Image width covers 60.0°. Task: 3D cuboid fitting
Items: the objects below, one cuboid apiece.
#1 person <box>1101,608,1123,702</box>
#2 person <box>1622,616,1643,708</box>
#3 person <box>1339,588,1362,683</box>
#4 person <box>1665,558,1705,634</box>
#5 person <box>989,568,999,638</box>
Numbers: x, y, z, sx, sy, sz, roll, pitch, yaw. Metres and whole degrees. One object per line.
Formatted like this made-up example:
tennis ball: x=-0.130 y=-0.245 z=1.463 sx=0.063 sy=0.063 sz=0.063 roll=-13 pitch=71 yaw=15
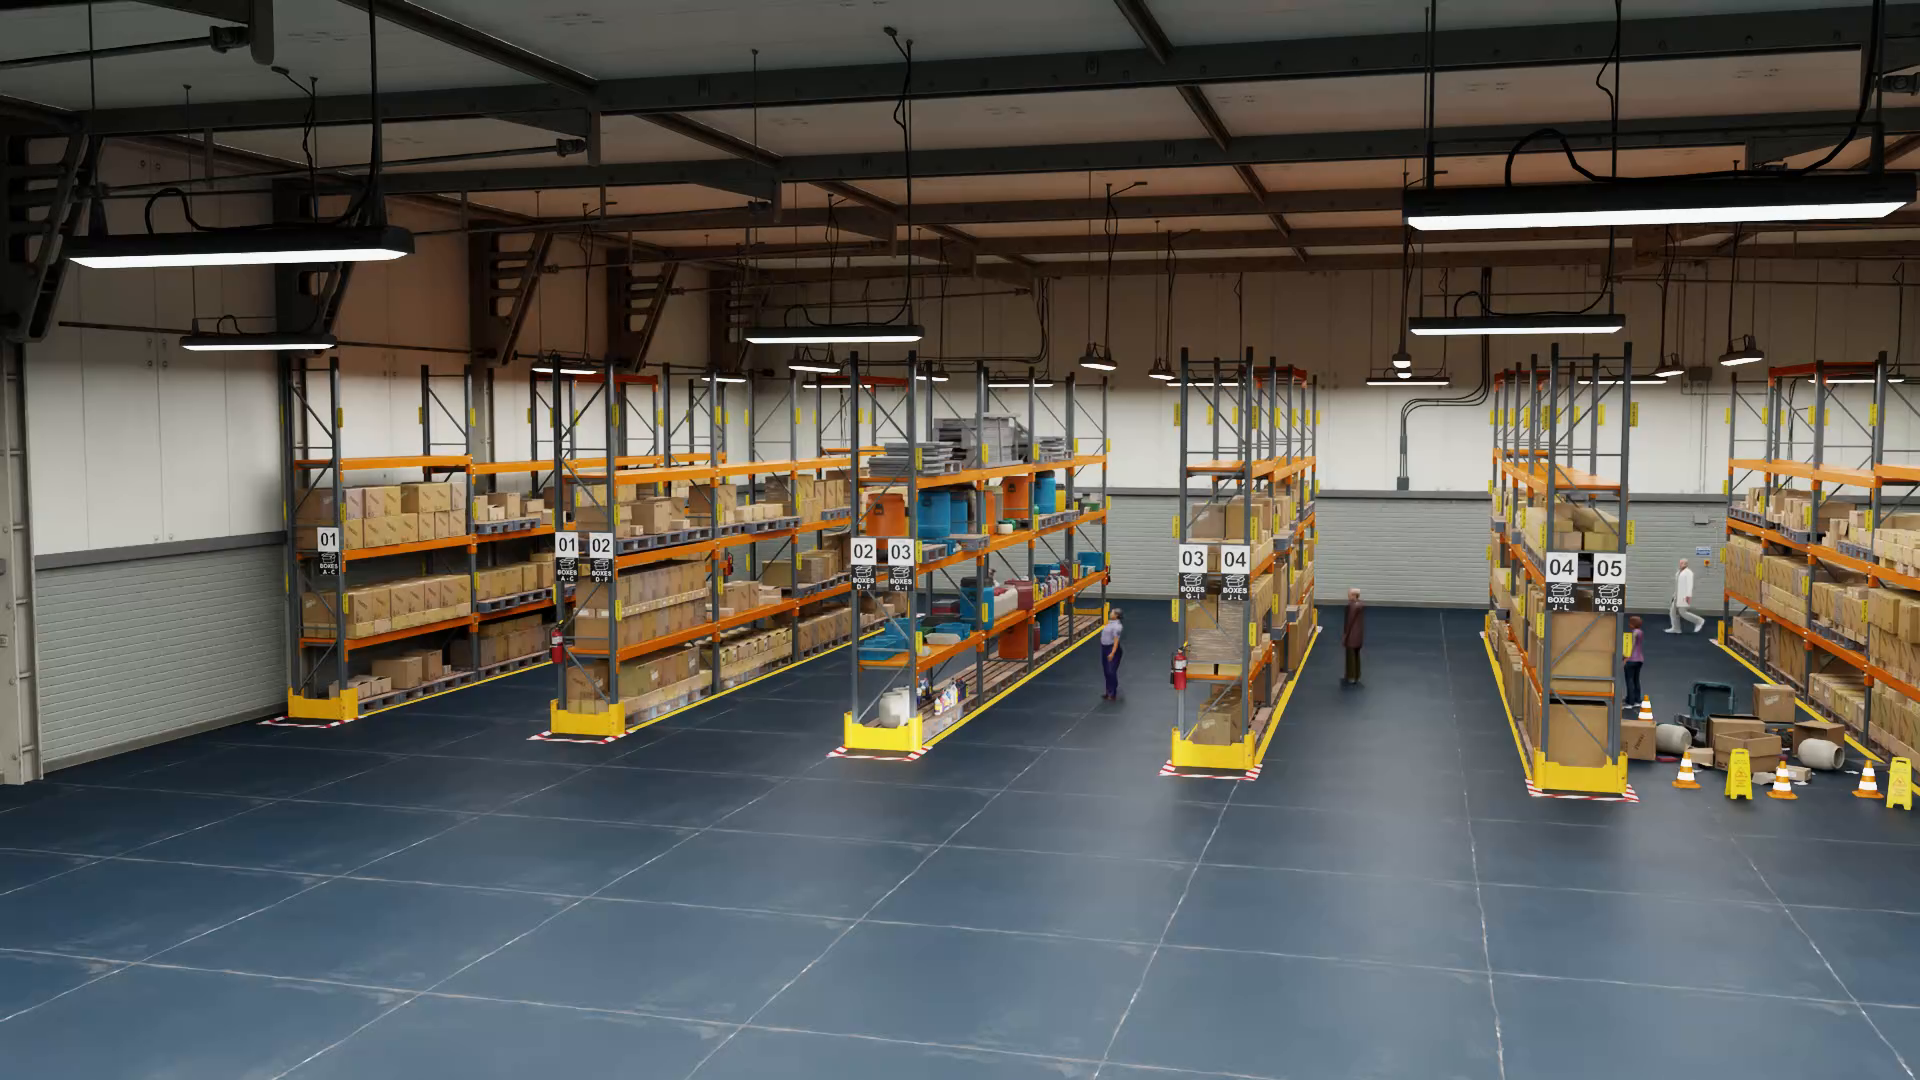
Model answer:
person: x=2.647 y=2.042 z=29.618 sx=0.497 sy=1.677 sz=0.541 roll=-2 pitch=5 yaw=-29
person: x=11.593 y=2.110 z=28.712 sx=0.472 sy=1.616 sz=0.361 roll=-3 pitch=5 yaw=-35
person: x=7.376 y=1.854 z=31.418 sx=0.424 sy=1.680 sz=0.599 roll=2 pitch=5 yaw=29
person: x=16.783 y=1.298 z=38.490 sx=0.826 sy=1.748 sz=0.663 roll=0 pitch=4 yaw=1
person: x=0.612 y=1.434 z=37.240 sx=0.499 sy=1.635 sz=0.998 roll=2 pitch=5 yaw=27
